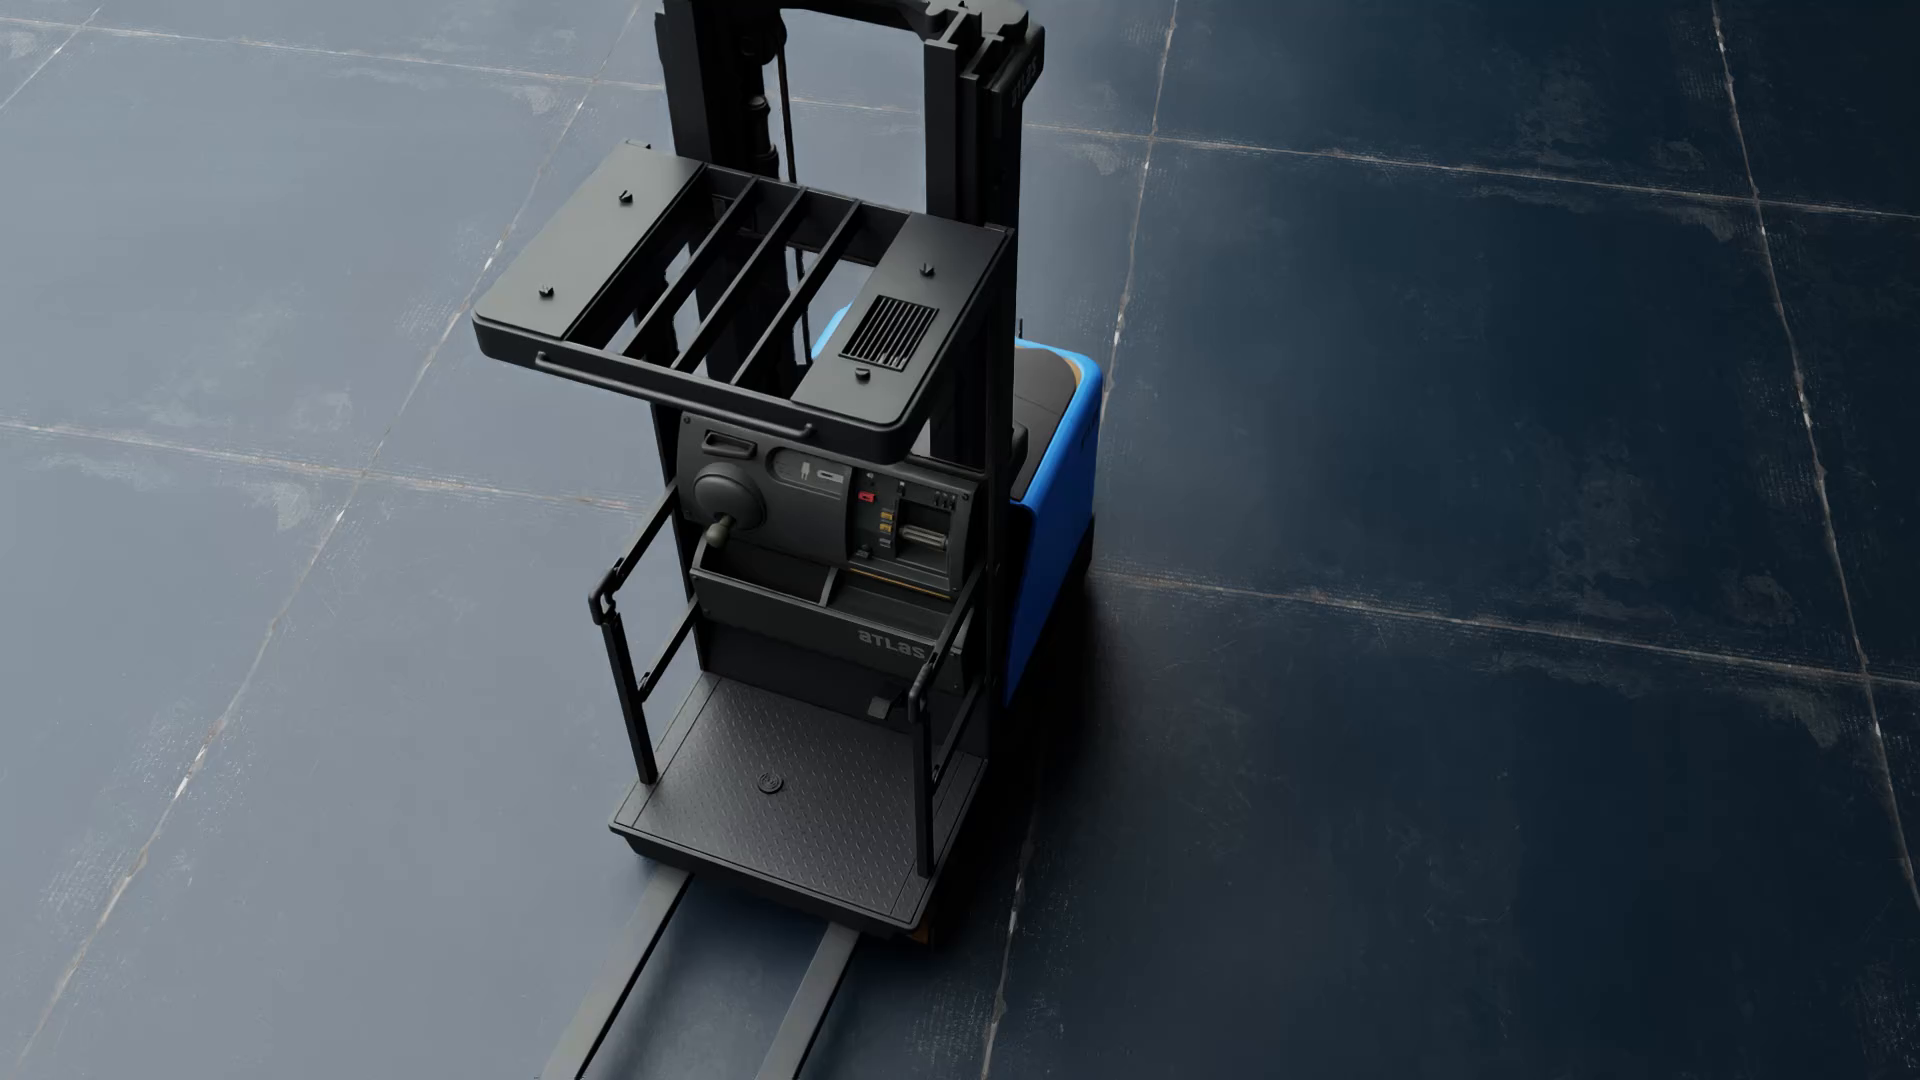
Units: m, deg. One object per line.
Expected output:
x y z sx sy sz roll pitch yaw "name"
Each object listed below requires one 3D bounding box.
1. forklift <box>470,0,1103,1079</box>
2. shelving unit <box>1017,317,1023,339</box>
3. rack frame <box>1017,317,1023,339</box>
-0.478 -0.003 4.754 1.130 2.935 3.031 16 50 14 "forklift"
0.098 -0.481 6.550 0.210 0.900 0.258 15 50 13 "shelving unit"
0.194 -0.456 6.527 0.006 0.900 0.240 15 50 13 "rack frame"
